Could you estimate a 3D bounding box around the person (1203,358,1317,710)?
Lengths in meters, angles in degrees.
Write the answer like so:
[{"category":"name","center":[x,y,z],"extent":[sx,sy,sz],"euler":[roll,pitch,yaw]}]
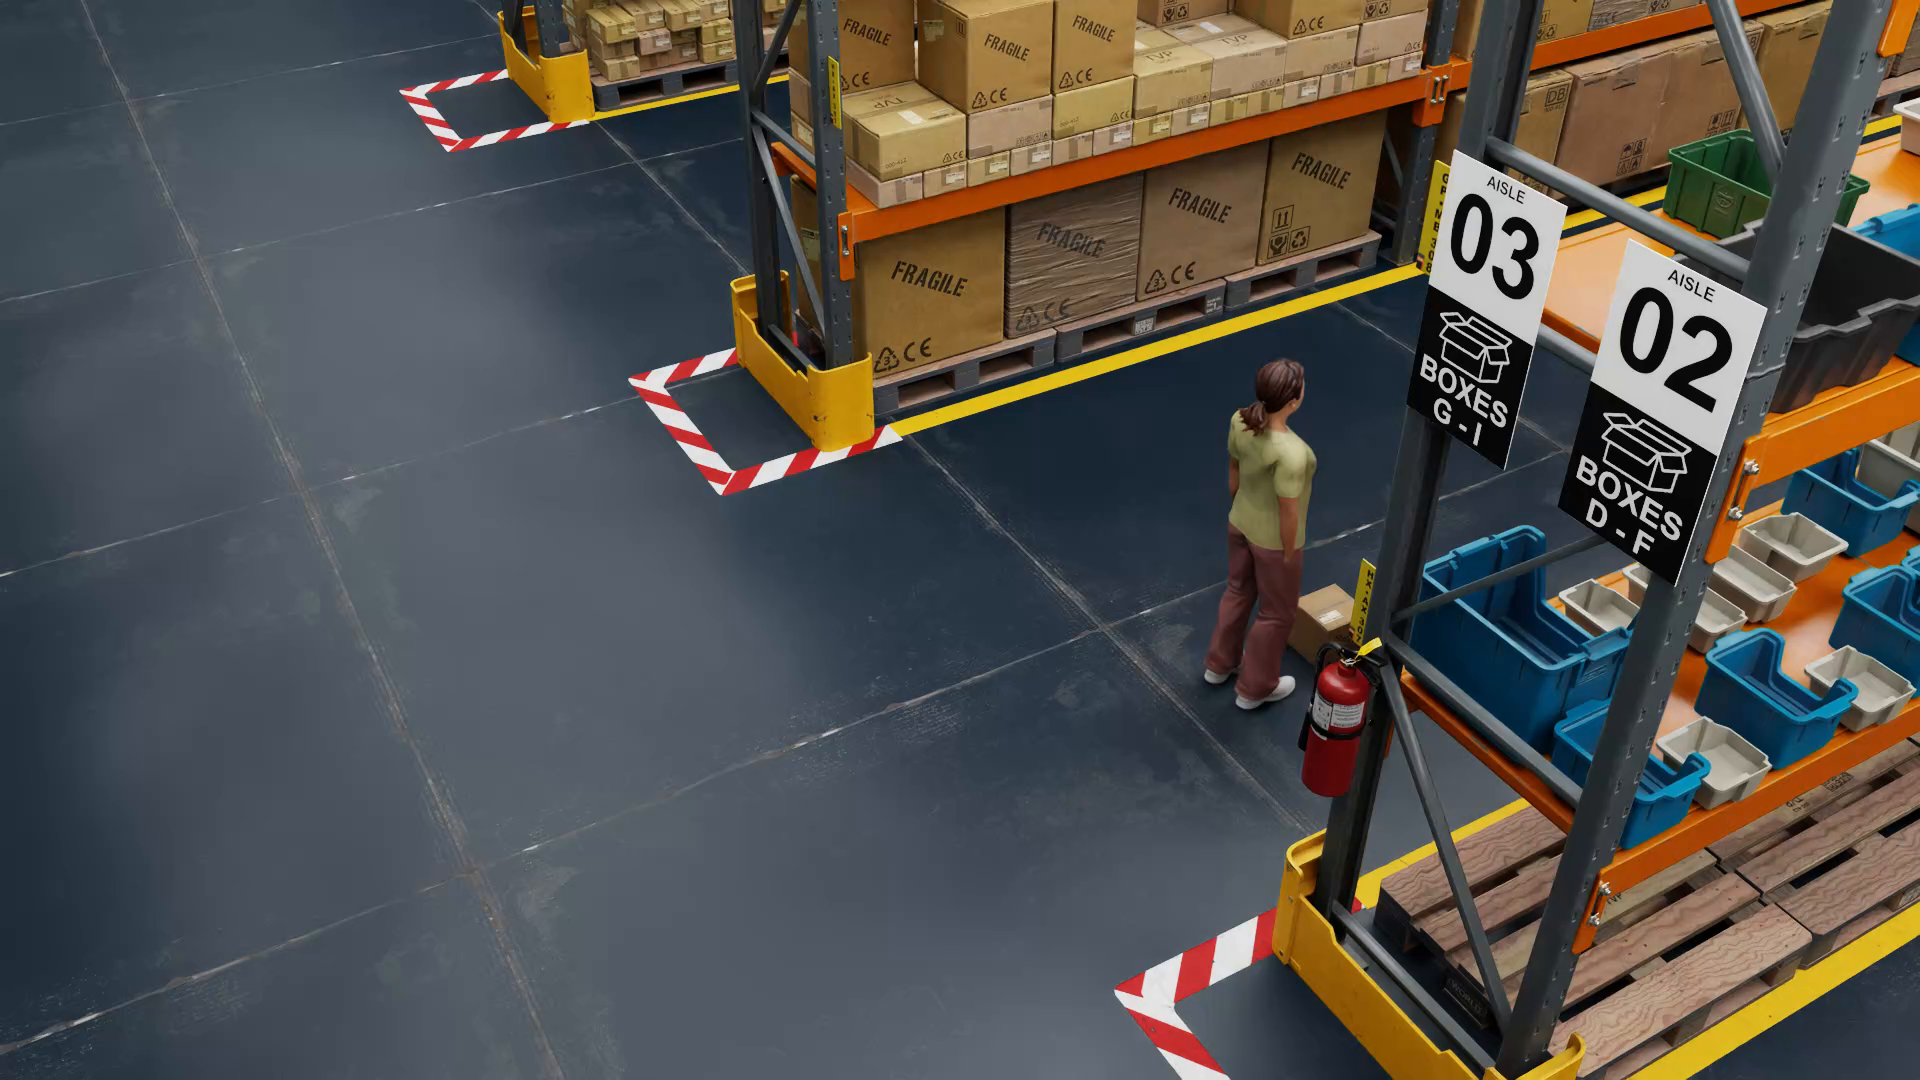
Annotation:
[{"category":"person","center":[1.270,-0.027,6.971],"extent":[0.369,1.669,0.440],"euler":[-18,41,-23]}]
